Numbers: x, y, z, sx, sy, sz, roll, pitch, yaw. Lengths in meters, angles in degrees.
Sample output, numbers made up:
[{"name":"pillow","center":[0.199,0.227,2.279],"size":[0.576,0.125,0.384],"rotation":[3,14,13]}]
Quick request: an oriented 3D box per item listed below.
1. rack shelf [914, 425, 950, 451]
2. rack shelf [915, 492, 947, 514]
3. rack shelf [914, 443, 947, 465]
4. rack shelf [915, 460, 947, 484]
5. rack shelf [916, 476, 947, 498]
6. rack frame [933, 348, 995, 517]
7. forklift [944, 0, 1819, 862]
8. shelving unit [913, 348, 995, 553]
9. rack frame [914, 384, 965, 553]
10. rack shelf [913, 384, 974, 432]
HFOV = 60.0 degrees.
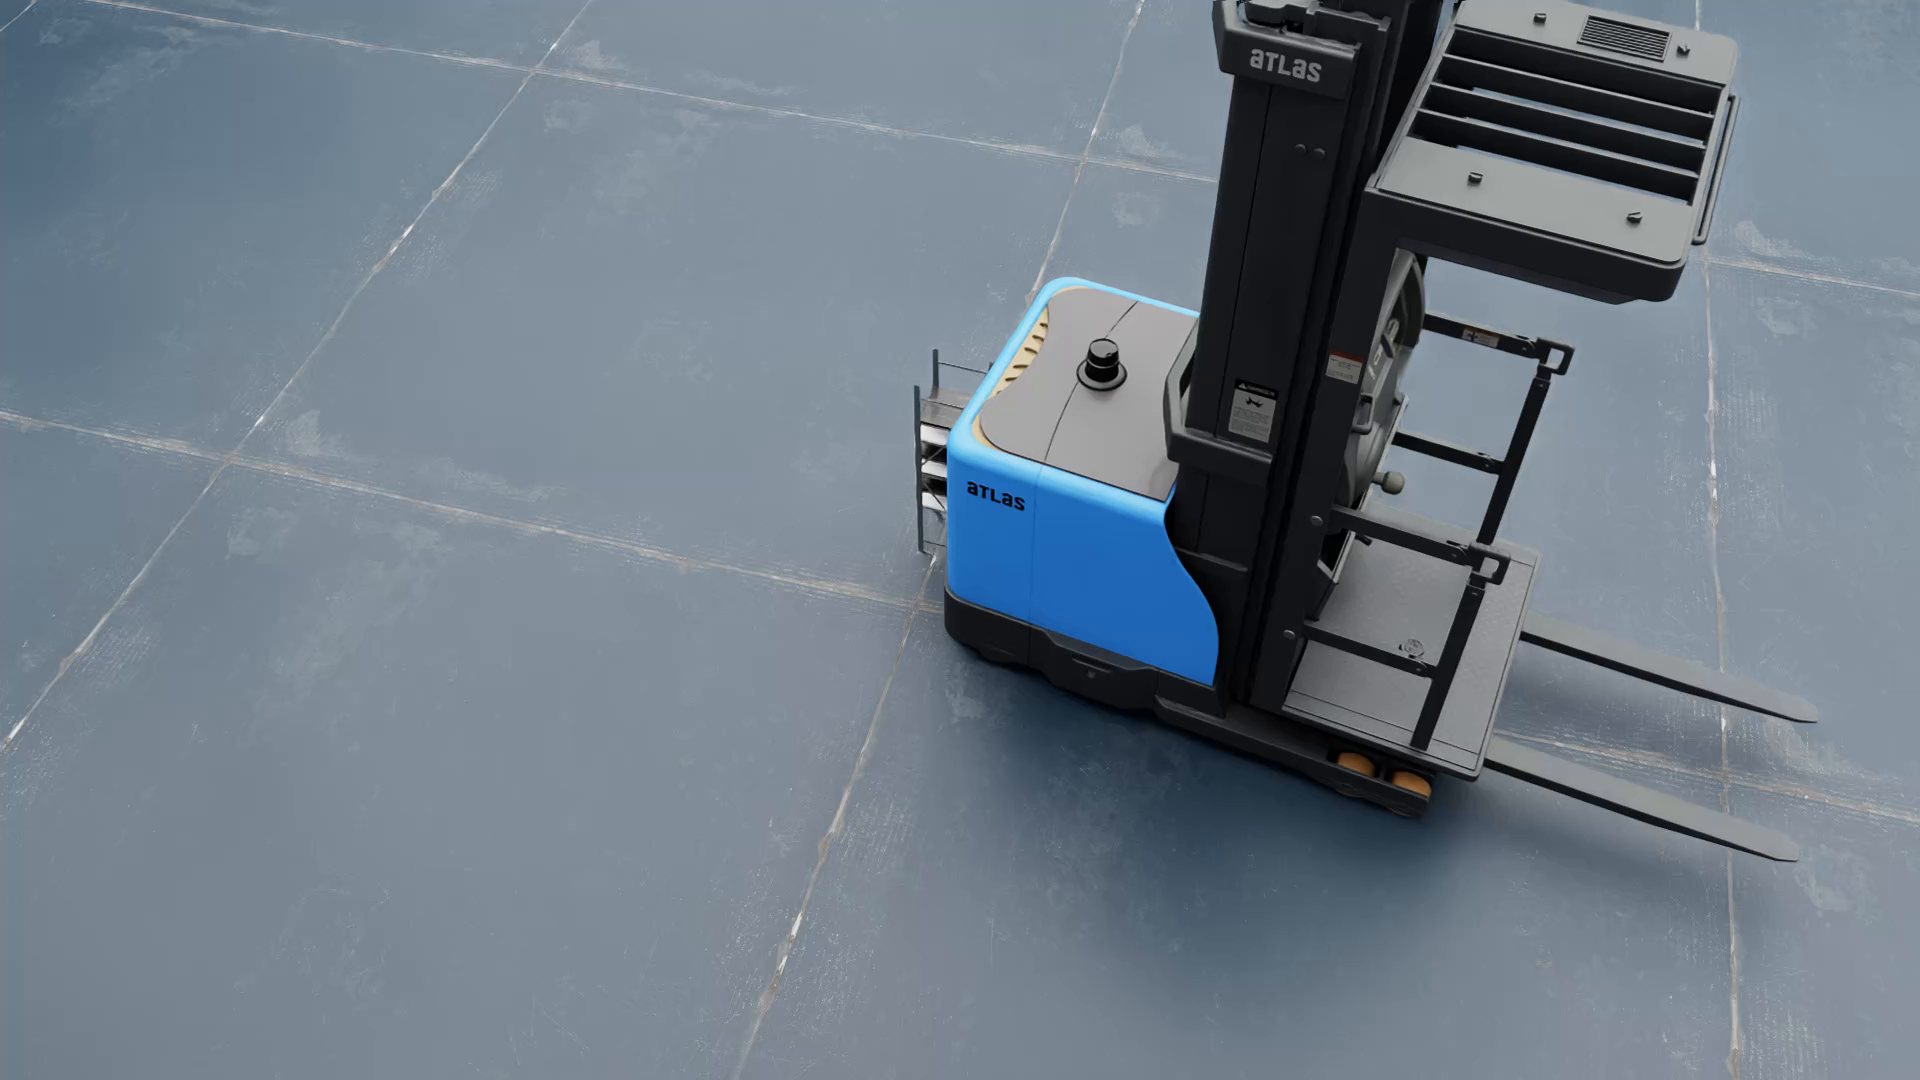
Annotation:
[{"name":"rack shelf","center":[-0.018,-0.399,6.225],"size":[0.258,0.077,0.200],"rotation":[14,50,12]},{"name":"rack shelf","center":[-0.018,-0.161,6.495],"size":[0.258,0.077,0.200],"rotation":[14,50,12]},{"name":"rack shelf","center":[-0.018,-0.340,6.293],"size":[0.258,0.077,0.200],"rotation":[14,50,12]},{"name":"rack shelf","center":[-0.018,-0.280,6.360],"size":[0.258,0.077,0.200],"rotation":[14,50,12]},{"name":"rack shelf","center":[-0.018,-0.220,6.428],"size":[0.258,0.077,0.200],"rotation":[14,50,12]},{"name":"rack frame","center":[0.014,-0.374,6.399],"size":[0.240,0.900,0.006],"rotation":[14,50,12]},{"name":"forklift","center":[1.502,-0.463,5.123],"size":[3.031,2.935,1.130],"rotation":[19,51,16]},{"name":"shelving unit","center":[-0.018,-0.302,6.335],"size":[0.258,0.900,0.210],"rotation":[14,50,12]},{"name":"rack frame","center":[-0.051,-0.230,6.272],"size":[0.240,0.900,0.006],"rotation":[14,50,12]},{"name":"rack shelf","center":[-0.018,-0.459,6.158],"size":[0.258,0.077,0.200],"rotation":[14,50,12]}]
